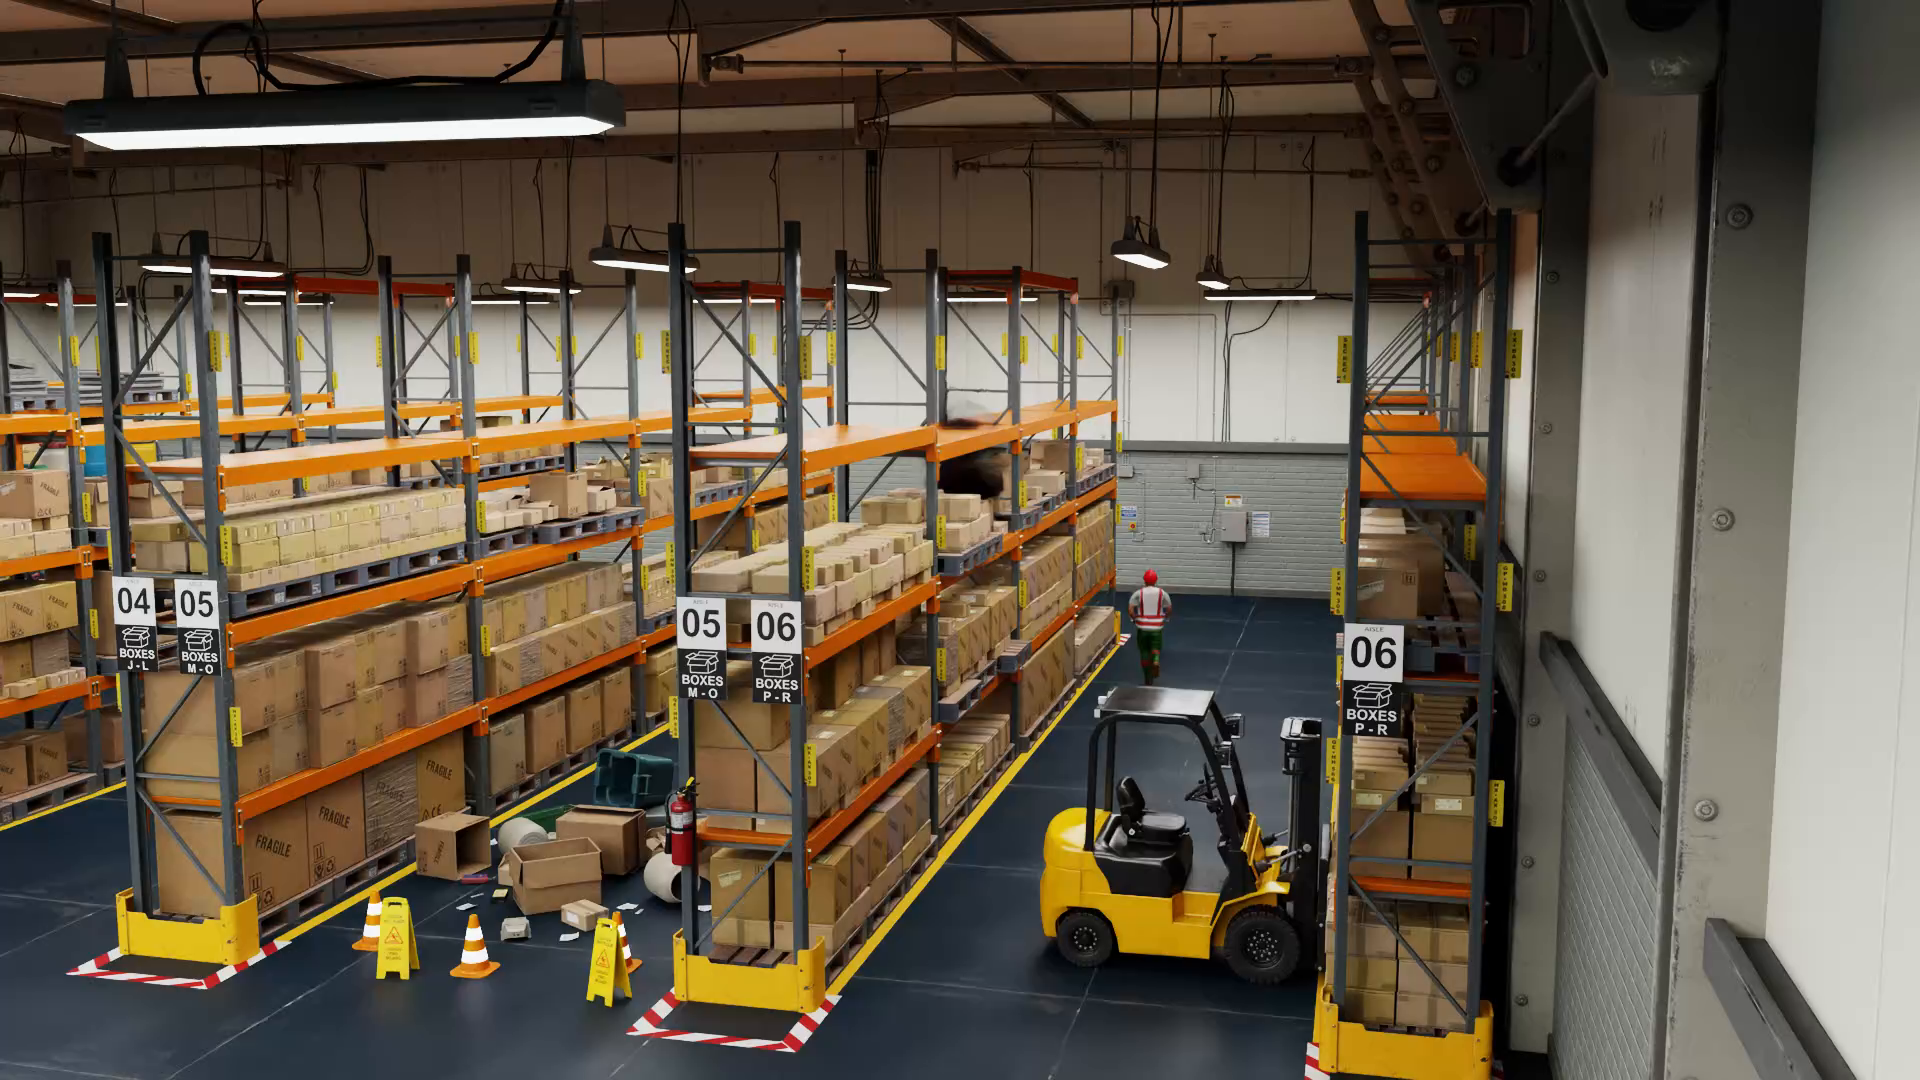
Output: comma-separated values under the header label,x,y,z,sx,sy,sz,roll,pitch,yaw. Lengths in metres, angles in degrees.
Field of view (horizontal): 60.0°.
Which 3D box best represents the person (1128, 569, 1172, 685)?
label,x,y,z,sx,sy,sz,roll,pitch,yaw
person,2.803,1.305,24.627,0.655,1.750,0.718,0,7,3
